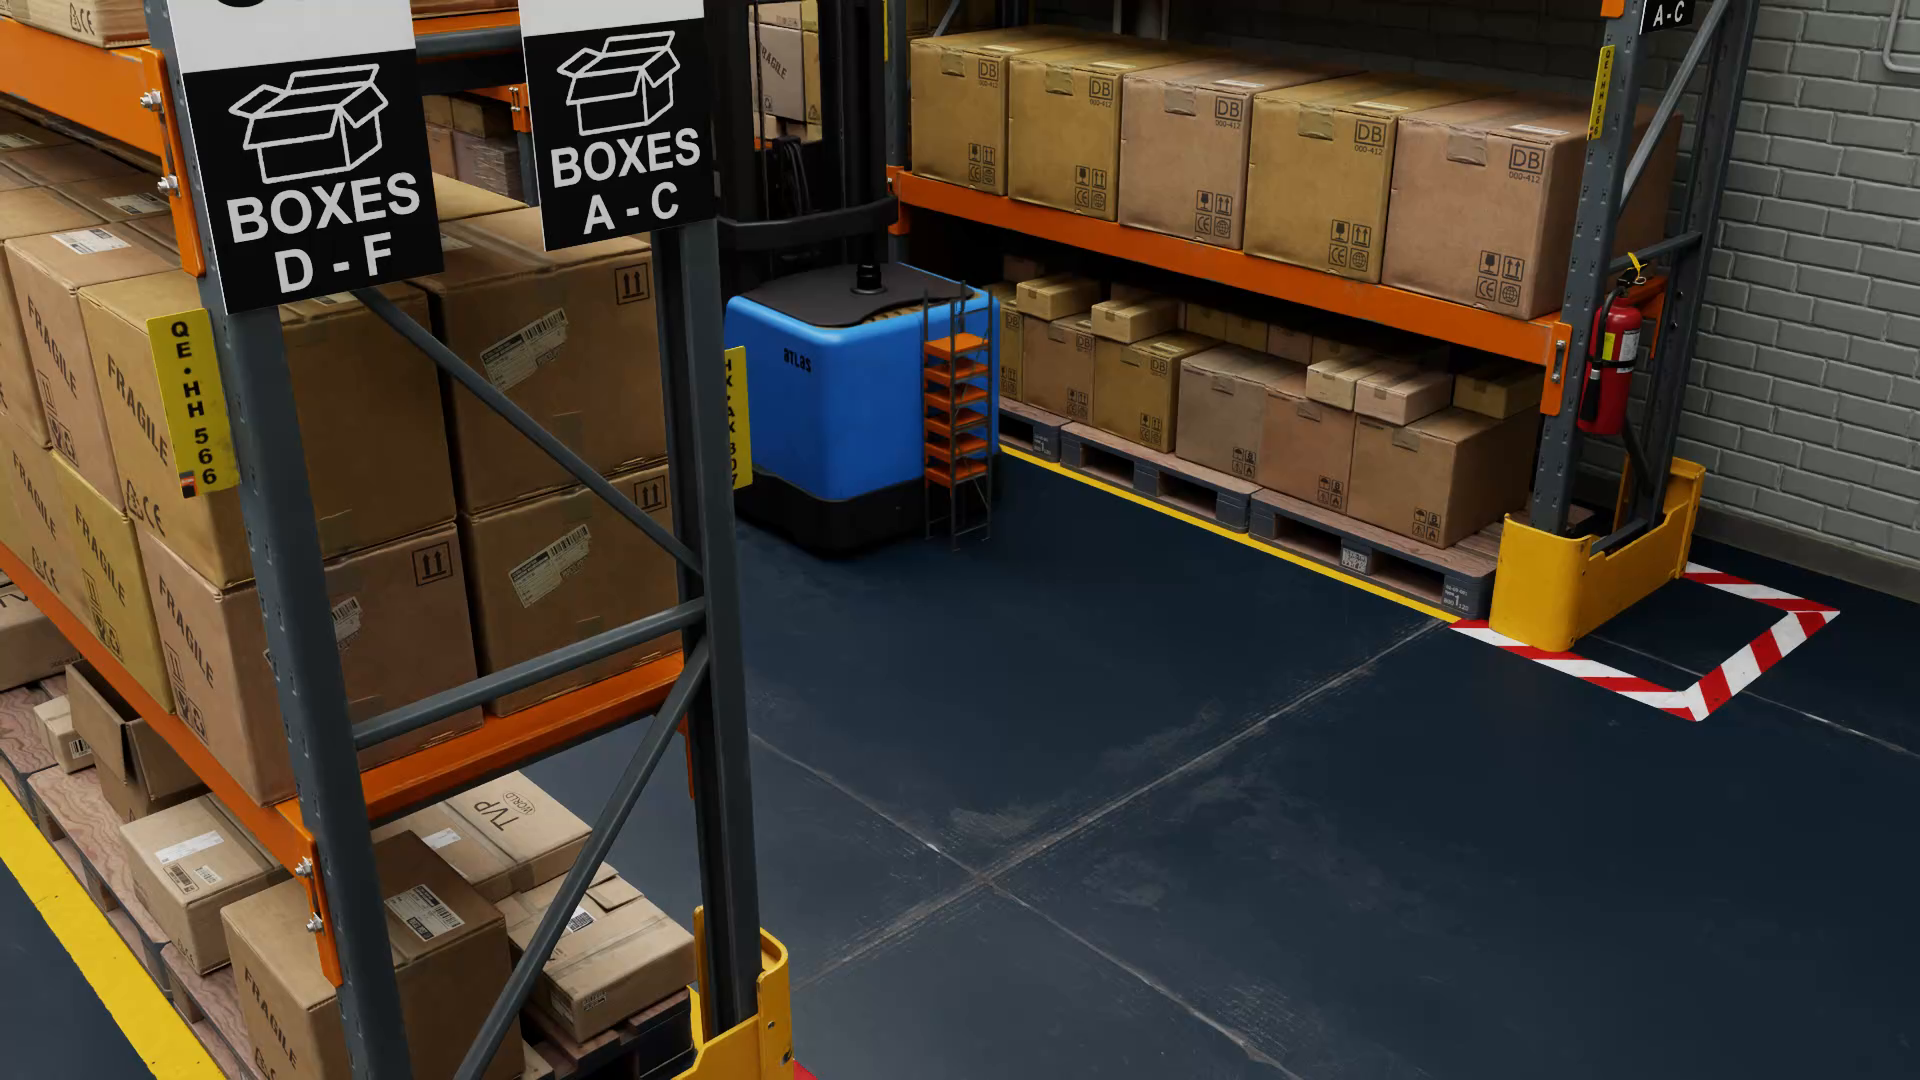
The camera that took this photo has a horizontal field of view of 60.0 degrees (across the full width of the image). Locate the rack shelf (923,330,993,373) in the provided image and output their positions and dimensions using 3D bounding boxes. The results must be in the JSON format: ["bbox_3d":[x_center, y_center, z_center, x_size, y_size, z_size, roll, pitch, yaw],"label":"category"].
[{"bbox_3d":[-0.008,-0.836,7.377,0.258,0.103,0.180,-20,31,-37],"label":"rack shelf"}]

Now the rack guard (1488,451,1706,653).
[{"bbox_3d":[2.727,0.024,7.096,1.175,0.500,0.348,-21,32,-38],"label":"rack guard"}]

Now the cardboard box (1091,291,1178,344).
[{"bbox_3d":[0.871,-1.112,8.298,0.380,0.149,0.250,-22,33,-40],"label":"cardboard box"}]

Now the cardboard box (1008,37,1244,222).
[{"bbox_3d":[0.830,-2.077,8.328,0.980,0.700,0.700,-22,33,-40],"label":"cardboard box"}]

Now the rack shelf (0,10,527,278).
[{"bbox_3d":[-2.270,-1.358,4.365,1.077,0.370,4.000,-21,32,-38],"label":"rack shelf"}]

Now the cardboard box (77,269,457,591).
[{"bbox_3d":[-1.408,-0.272,3.406,0.500,0.500,0.500,-22,32,-39],"label":"cardboard box"}]

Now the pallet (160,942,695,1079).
[{"bbox_3d":[-1.500,1.290,4.668,1.003,0.211,1.213,-21,32,-38],"label":"pallet"}]

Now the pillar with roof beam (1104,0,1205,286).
[{"bbox_3d":[-2.056,-3.874,5.400,9.100,9.000,0.400,-21,32,-38],"label":"pillar with roof beam"}]

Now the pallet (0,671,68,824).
[{"bbox_3d":[-3.168,0.551,6.288,1.003,0.211,1.213,-21,32,-38],"label":"pallet"}]

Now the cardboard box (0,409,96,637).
[{"bbox_3d":[-2.102,-0.127,4.294,0.500,0.500,0.500,-21,32,-38],"label":"cardboard box"}]

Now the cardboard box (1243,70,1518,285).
[{"bbox_3d":[1.849,-1.626,7.339,0.980,0.700,0.700,-22,32,-39],"label":"cardboard box"}]

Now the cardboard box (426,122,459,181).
[{"bbox_3d":[-3.915,-3.142,13.506,0.700,0.500,0.500,-21,32,-39],"label":"cardboard box"}]

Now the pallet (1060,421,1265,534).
[{"bbox_3d":[1.277,-0.442,8.464,1.003,0.211,1.213,-21,32,-38],"label":"pallet"}]

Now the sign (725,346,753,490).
[{"bbox_3d":[-0.507,-0.262,3.668,0.100,0.325,0.005,-21,32,-38],"label":"sign"}]

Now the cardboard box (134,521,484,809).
[{"bbox_3d":[-1.408,0.182,3.617,0.500,0.500,0.500,-20,31,-37],"label":"cardboard box"}]

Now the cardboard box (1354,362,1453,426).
[{"bbox_3d":[1.938,-0.641,7.264,0.380,0.149,0.250,-22,32,-39],"label":"cardboard box"}]

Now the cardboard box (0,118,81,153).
[{"bbox_3d":[-2.816,-0.892,4.766,0.500,0.500,0.500,-22,33,-40],"label":"cardboard box"}]

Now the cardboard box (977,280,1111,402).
[{"bbox_3d":[0.413,-1.131,9.120,0.700,0.500,0.500,-21,32,-38],"label":"cardboard box"}]

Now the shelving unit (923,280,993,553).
[{"bbox_3d":[-0.008,-0.549,7.508,0.258,1.200,0.189,-20,31,-37],"label":"shelving unit"}]

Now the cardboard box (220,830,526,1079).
[{"bbox_3d":[-1.454,1.128,4.145,0.500,0.500,0.500,-21,32,-38],"label":"cardboard box"}]

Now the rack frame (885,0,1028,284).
[{"bbox_3d":[-0.023,-2.333,9.249,1.000,3.000,0.127,-21,32,-38],"label":"rack frame"}]

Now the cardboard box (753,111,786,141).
[{"bbox_3d":[-1.019,-2.474,9.837,0.380,0.149,0.250,-21,32,-38],"label":"cardboard box"}]

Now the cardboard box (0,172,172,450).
[{"bbox_3d":[-2.112,-0.580,4.082,0.500,0.500,0.500,-20,31,-37],"label":"cardboard box"}]

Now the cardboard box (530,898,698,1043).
[{"bbox_3d":[-0.938,1.158,4.502,0.380,0.149,0.250,-21,32,-38],"label":"cardboard box"}]

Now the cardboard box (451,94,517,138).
[{"bbox_3d":[-3.631,-3.342,13.041,0.500,0.250,0.500,-20,32,-38],"label":"cardboard box"}]

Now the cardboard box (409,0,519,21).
[{"bbox_3d":[-1.068,-1.239,3.418,0.500,0.250,0.500,-21,32,-38],"label":"cardboard box"}]

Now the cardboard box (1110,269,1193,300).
[{"bbox_3d":[1.001,-1.287,8.682,0.380,0.149,0.250,-23,33,-40],"label":"cardboard box"}]

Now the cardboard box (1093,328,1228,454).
[{"bbox_3d":[1.103,-0.821,8.442,0.700,0.500,0.500,-20,31,-37],"label":"cardboard box"}]

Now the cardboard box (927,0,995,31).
[{"bbox_3d":[-0.148,-3.077,9.474,0.500,0.250,0.500,-20,31,-37],"label":"cardboard box"}]

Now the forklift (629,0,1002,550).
[{"bbox_3d":[-1.111,-1.830,8.231,1.130,2.935,3.031,-18,30,-35],"label":"forklift"}]

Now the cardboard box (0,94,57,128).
[{"bbox_3d":[-2.750,-1.192,5.425,0.500,0.500,0.500,-22,32,-39],"label":"cardboard box"}]

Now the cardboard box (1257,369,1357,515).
[{"bbox_3d":[1.817,-0.510,7.759,0.700,0.500,0.500,-21,32,-39],"label":"cardboard box"}]

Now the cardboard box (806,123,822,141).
[{"bbox_3d":[-0.651,-2.319,9.498,0.380,0.149,0.250,-21,32,-38],"label":"cardboard box"}]

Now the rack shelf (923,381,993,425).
[{"bbox_3d":[-0.008,-0.618,7.477,0.258,0.103,0.180,-20,31,-37],"label":"rack shelf"}]

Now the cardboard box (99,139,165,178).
[{"bbox_3d":[-2.063,-0.887,4.755,0.500,0.500,0.500,-22,32,-39],"label":"cardboard box"}]

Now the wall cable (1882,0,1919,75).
[{"bbox_3d":[4.276,-1.463,6.120,0.084,1.984,1.851,-21,32,-38],"label":"wall cable"}]

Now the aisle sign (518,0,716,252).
[{"bbox_3d":[-0.642,-0.960,3.108,0.394,0.787,0.004,-21,32,-38],"label":"aisle sign"}]

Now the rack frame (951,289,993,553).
[{"bbox_3d":[0.052,-0.521,7.445,0.240,1.200,0.006,-20,31,-37],"label":"rack frame"}]

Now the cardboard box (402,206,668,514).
[{"bbox_3d":[-1.014,-0.424,3.740,0.500,0.500,0.500,-20,31,-37],"label":"cardboard box"}]

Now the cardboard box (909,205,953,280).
[{"bbox_3d":[-0.563,-1.706,9.959,0.750,0.750,0.750,-21,32,-38],"label":"cardboard box"}]

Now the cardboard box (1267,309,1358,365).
[{"bbox_3d":[1.698,-0.978,8.005,0.380,0.149,0.250,-21,32,-38],"label":"cardboard box"}]

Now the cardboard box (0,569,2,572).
[{"bbox_3d":[-4.183,-0.057,6.743,0.500,0.500,0.500,-21,32,-39],"label":"cardboard box"}]

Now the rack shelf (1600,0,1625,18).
[{"bbox_3d":[1.343,-2.764,7.448,1.077,0.370,4.000,-21,32,-38],"label":"rack shelf"}]

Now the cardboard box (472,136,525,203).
[{"bbox_3d":[-3.288,-2.811,12.779,0.700,0.500,0.500,-21,32,-38],"label":"cardboard box"}]

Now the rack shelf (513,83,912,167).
[{"bbox_3d":[-1.390,-2.611,10.727,1.077,0.370,4.000,-21,32,-38],"label":"rack shelf"}]

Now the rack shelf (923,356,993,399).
[{"bbox_3d":[-0.008,-0.727,7.427,0.258,0.103,0.180,-20,31,-37],"label":"rack shelf"}]

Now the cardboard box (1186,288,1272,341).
[{"bbox_3d":[1.350,-1.133,8.343,0.380,0.149,0.250,-22,32,-39],"label":"cardboard box"}]

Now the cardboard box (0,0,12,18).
[{"bbox_3d":[-1.780,-1.246,3.434,0.500,0.250,0.500,-21,32,-38],"label":"cardboard box"}]

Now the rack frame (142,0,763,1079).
[{"bbox_3d":[-0.901,0.285,3.512,0.949,2.616,0.053,-21,32,-38],"label":"rack frame"}]

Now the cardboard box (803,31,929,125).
[{"bbox_3d":[-0.523,-2.591,9.312,0.500,0.500,0.500,-22,32,-39],"label":"cardboard box"}]

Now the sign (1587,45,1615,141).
[{"bbox_3d":[2.305,-1.606,5.975,0.100,0.325,0.005,-21,32,-38],"label":"sign"}]

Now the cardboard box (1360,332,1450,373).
[{"bbox_3d":[2.044,-0.825,7.670,0.380,0.149,0.250,-21,32,-38],"label":"cardboard box"}]

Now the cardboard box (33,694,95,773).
[{"bbox_3d":[-2.909,0.610,5.681,0.380,0.166,0.250,-21,32,-38],"label":"cardboard box"}]

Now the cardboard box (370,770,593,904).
[{"bbox_3d":[-1.409,0.940,4.859,0.500,0.250,0.500,-21,32,-38],"label":"cardboard box"}]

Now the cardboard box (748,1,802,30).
[{"bbox_3d":[-0.872,-3.090,9.504,0.500,0.250,0.500,-20,31,-37],"label":"cardboard box"}]
